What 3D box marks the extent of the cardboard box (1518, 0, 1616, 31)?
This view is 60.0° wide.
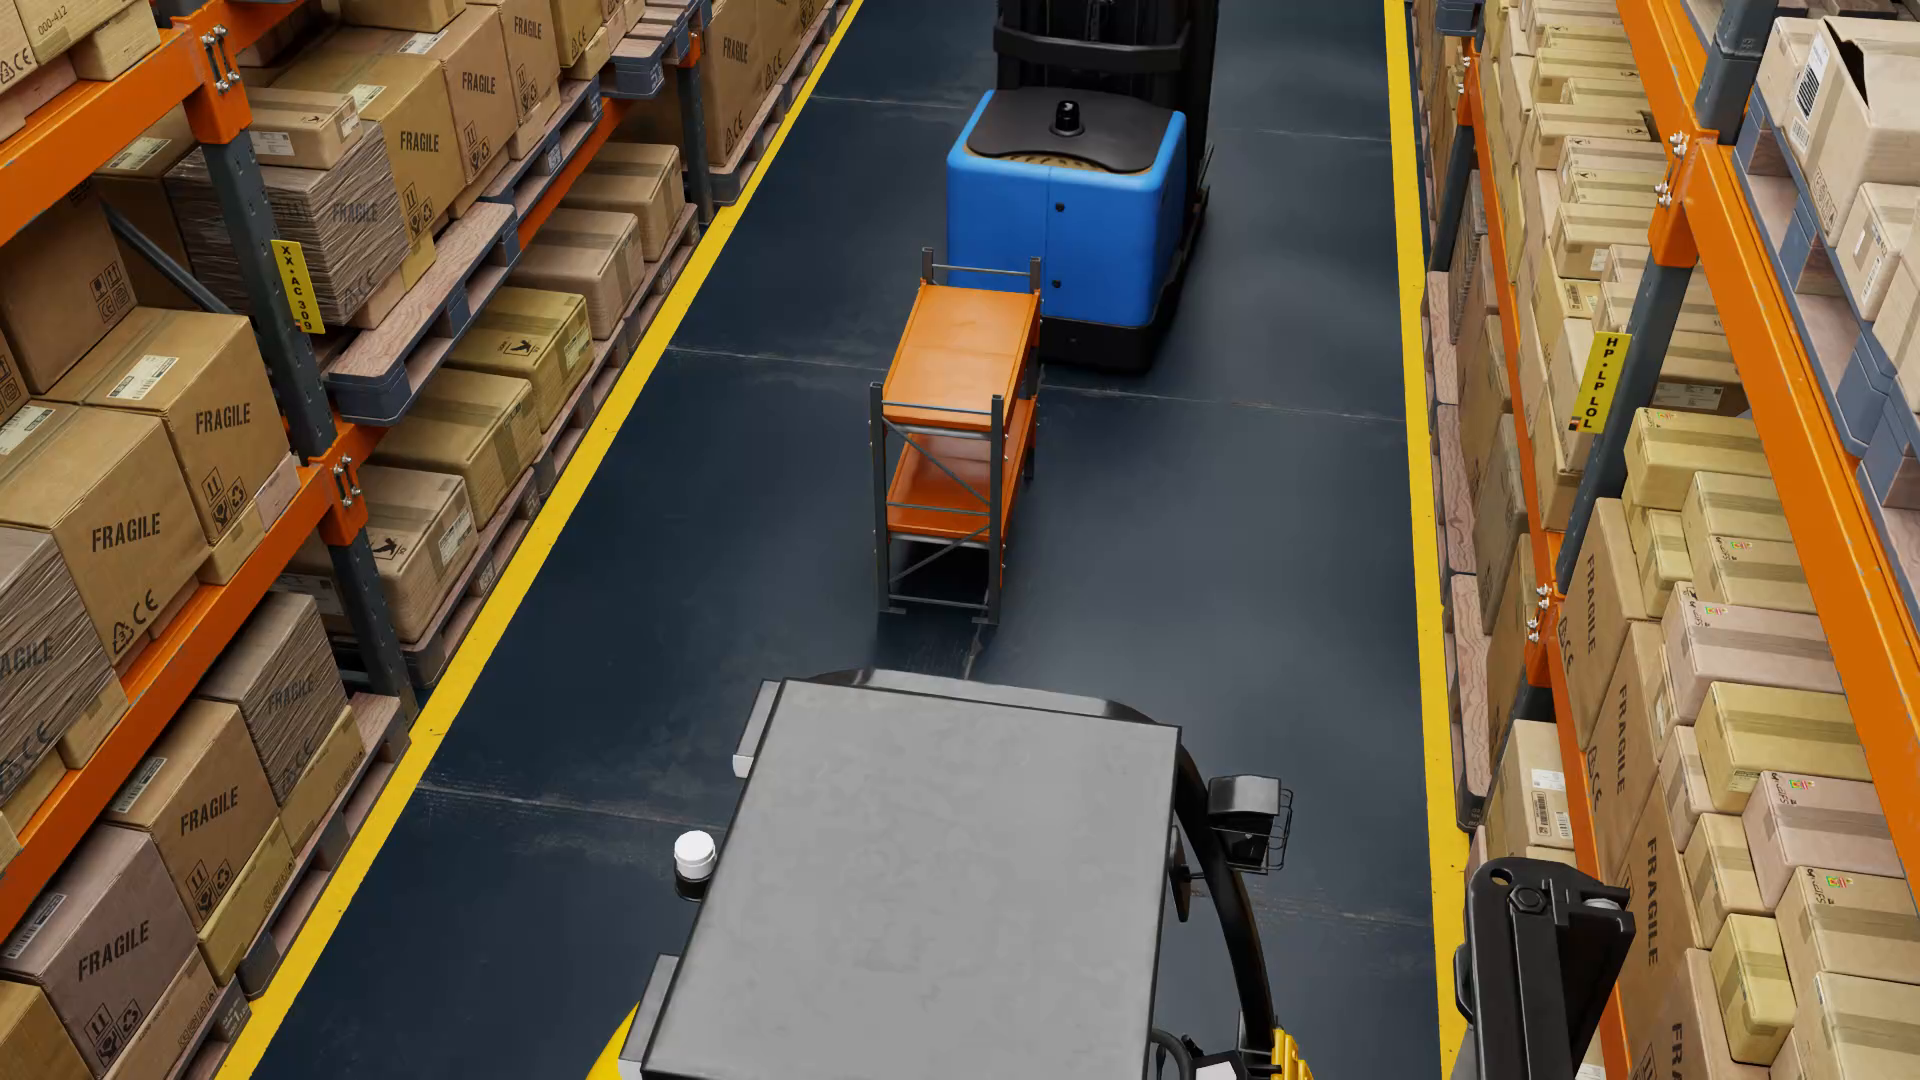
[{"bbox_3d":[2.578,-2.260,7.042,0.380,0.149,0.250,7,40,9],"label":"cardboard box"}]

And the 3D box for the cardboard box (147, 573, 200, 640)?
[{"bbox_3d":[-2.508,0.139,4.925,0.380,0.149,0.250,7,40,8],"label":"cardboard box"}]

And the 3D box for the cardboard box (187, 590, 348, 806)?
[{"bbox_3d":[-2.432,0.505,5.526,0.500,0.500,0.500,6,40,7],"label":"cardboard box"}]

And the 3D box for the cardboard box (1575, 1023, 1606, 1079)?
[{"bbox_3d":[1.730,1.455,4.180,0.500,0.250,0.500,8,40,9],"label":"cardboard box"}]

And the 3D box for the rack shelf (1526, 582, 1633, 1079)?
[{"bbox_3d":[1.950,1.572,3.559,1.077,0.370,4.000,6,40,8],"label":"rack shelf"}]

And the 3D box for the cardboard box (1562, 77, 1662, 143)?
[{"bbox_3d":[2.480,-1.607,6.252,0.380,0.149,0.250,6,40,8],"label":"cardboard box"}]

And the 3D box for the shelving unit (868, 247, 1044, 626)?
[{"bbox_3d":[0.001,-0.438,6.897,0.538,1.125,1.048,6,40,8],"label":"shelving unit"}]

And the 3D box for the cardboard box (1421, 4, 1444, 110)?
[{"bbox_3d":[3.106,-2.928,10.069,0.500,0.500,0.500,5,40,6],"label":"cardboard box"}]

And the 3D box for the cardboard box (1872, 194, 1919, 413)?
[{"bbox_3d":[1.740,-0.367,2.683,0.396,0.266,0.258,6,40,7],"label":"cardboard box"}]

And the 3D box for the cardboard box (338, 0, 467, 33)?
[{"bbox_3d":[-2.078,-2.020,6.188,0.380,0.149,0.250,9,40,10],"label":"cardboard box"}]

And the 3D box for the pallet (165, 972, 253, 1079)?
[{"bbox_3d":[-2.884,1.763,4.952,1.003,0.211,1.213,6,40,8],"label":"pallet"}]

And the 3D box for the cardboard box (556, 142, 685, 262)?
[{"bbox_3d":[-2.009,-1.811,8.819,0.950,0.372,0.625,4,40,5],"label":"cardboard box"}]

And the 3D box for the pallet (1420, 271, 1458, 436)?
[{"bbox_3d":[2.807,-0.884,8.153,1.003,0.211,1.213,6,40,8],"label":"pallet"}]

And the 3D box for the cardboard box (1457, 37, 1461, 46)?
[{"bbox_3d":[3.063,-2.909,9.538,0.380,0.149,0.250,6,40,7],"label":"cardboard box"}]

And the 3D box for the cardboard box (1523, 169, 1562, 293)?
[{"bbox_3d":[2.305,-1.075,5.922,0.500,0.250,0.500,7,40,9],"label":"cardboard box"}]

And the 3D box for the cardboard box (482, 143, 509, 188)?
[{"bbox_3d":[-2.031,-1.536,6.621,0.380,0.149,0.250,7,40,8],"label":"cardboard box"}]

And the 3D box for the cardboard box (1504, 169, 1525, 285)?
[{"bbox_3d":[2.405,-1.197,6.461,0.500,0.250,0.500,8,40,9],"label":"cardboard box"}]

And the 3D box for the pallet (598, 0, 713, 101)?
[{"bbox_3d":[-1.920,-2.483,8.049,1.213,0.211,1.003,6,40,8],"label":"pallet"}]

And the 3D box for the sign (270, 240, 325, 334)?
[{"bbox_3d":[-2.058,-0.784,5.165,0.100,0.325,0.005,6,40,8],"label":"sign"}]

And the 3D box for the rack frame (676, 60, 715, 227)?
[{"bbox_3d":[-1.902,-3.016,8.543,1.000,3.000,0.127,6,40,8],"label":"rack frame"}]

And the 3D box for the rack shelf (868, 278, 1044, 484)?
[{"bbox_3d":[0.001,-0.663,6.710,0.538,0.278,1.000,6,40,8],"label":"rack shelf"}]

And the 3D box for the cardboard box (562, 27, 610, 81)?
[{"bbox_3d":[-1.786,-2.178,7.398,0.380,0.149,0.250,7,40,8],"label":"cardboard box"}]

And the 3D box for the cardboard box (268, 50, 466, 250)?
[{"bbox_3d":[-2.144,-1.397,5.945,0.500,0.500,0.500,7,40,8],"label":"cardboard box"}]

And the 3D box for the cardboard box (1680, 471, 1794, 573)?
[{"bbox_3d":[2.009,-0.020,4.099,0.380,0.149,0.250,7,40,8],"label":"cardboard box"}]

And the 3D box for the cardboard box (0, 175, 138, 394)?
[{"bbox_3d":[-2.883,-0.792,4.757,0.700,0.500,0.500,6,40,7],"label":"cardboard box"}]

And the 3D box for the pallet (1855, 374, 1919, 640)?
[{"bbox_3d":[1.960,0.219,2.346,1.003,0.211,1.213,6,40,8],"label":"pallet"}]

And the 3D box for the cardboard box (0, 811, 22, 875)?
[{"bbox_3d":[-2.604,0.788,4.140,0.380,0.149,0.250,7,40,8],"label":"cardboard box"}]

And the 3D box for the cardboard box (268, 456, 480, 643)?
[{"bbox_3d":[-2.505,0.016,6.609,0.950,0.372,0.625,7,40,8],"label":"cardboard box"}]

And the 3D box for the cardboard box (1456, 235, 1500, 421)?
[{"bbox_3d":[2.761,-0.916,7.538,0.875,0.625,0.625,8,40,9],"label":"cardboard box"}]

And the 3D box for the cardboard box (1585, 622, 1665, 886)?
[{"bbox_3d":[1.888,0.580,4.116,0.500,0.500,0.500,7,40,8],"label":"cardboard box"}]

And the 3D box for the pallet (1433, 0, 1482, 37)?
[{"bbox_3d":[3.036,-2.830,8.469,1.213,0.211,1.003,6,40,8],"label":"pallet"}]

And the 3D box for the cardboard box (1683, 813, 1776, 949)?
[{"bbox_3d":[1.732,0.722,3.435,0.380,0.149,0.250,5,40,6],"label":"cardboard box"}]

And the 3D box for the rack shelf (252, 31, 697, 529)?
[{"bbox_3d":[-2.248,-1.483,7.254,1.077,0.370,4.000,6,40,8],"label":"rack shelf"}]

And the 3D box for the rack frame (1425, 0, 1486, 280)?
[{"bbox_3d":[2.988,-2.471,7.884,1.000,3.000,0.127,6,40,8],"label":"rack frame"}]

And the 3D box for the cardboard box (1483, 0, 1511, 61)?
[{"bbox_3d":[2.646,-2.357,7.472,0.500,0.250,0.500,6,40,8],"label":"cardboard box"}]

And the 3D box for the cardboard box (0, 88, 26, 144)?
[{"bbox_3d":[-2.499,-1.021,3.974,0.380,0.149,0.250,7,40,8],"label":"cardboard box"}]

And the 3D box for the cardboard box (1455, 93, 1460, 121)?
[{"bbox_3d":[2.824,-2.257,8.749,0.380,0.149,0.250,5,40,5],"label":"cardboard box"}]

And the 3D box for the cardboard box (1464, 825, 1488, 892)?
[{"bbox_3d":[1.886,1.205,5.267,0.500,0.250,0.500,7,40,8],"label":"cardboard box"}]

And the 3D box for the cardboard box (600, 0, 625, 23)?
[{"bbox_3d":[-1.785,-2.689,7.507,0.500,0.500,0.500,6,40,7],"label":"cardboard box"}]

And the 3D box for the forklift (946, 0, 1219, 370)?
[{"bbox_3d":[0.796,-2.910,8.470,1.130,2.935,3.031,10,41,11],"label":"forklift"}]

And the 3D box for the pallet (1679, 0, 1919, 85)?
[{"bbox_3d":[2.436,-1.598,4.624,0.805,0.209,1.217,5,40,6],"label":"pallet"}]

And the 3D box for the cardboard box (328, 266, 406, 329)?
[{"bbox_3d":[-2.187,-0.882,5.831,0.380,0.149,0.250,7,40,8],"label":"cardboard box"}]

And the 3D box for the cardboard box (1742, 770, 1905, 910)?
[{"bbox_3d":[1.803,0.621,3.324,0.380,0.149,0.250,6,40,7],"label":"cardboard box"}]

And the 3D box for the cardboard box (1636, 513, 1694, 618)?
[{"bbox_3d":[1.938,0.085,4.206,0.380,0.149,0.250,7,40,9],"label":"cardboard box"}]

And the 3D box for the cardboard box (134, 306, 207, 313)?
[{"bbox_3d":[-2.777,-0.924,5.881,0.380,0.149,0.250,7,40,8],"label":"cardboard box"}]

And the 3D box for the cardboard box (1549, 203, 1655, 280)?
[{"bbox_3d":[2.172,-0.979,5.493,0.380,0.149,0.250,5,40,6],"label":"cardboard box"}]
